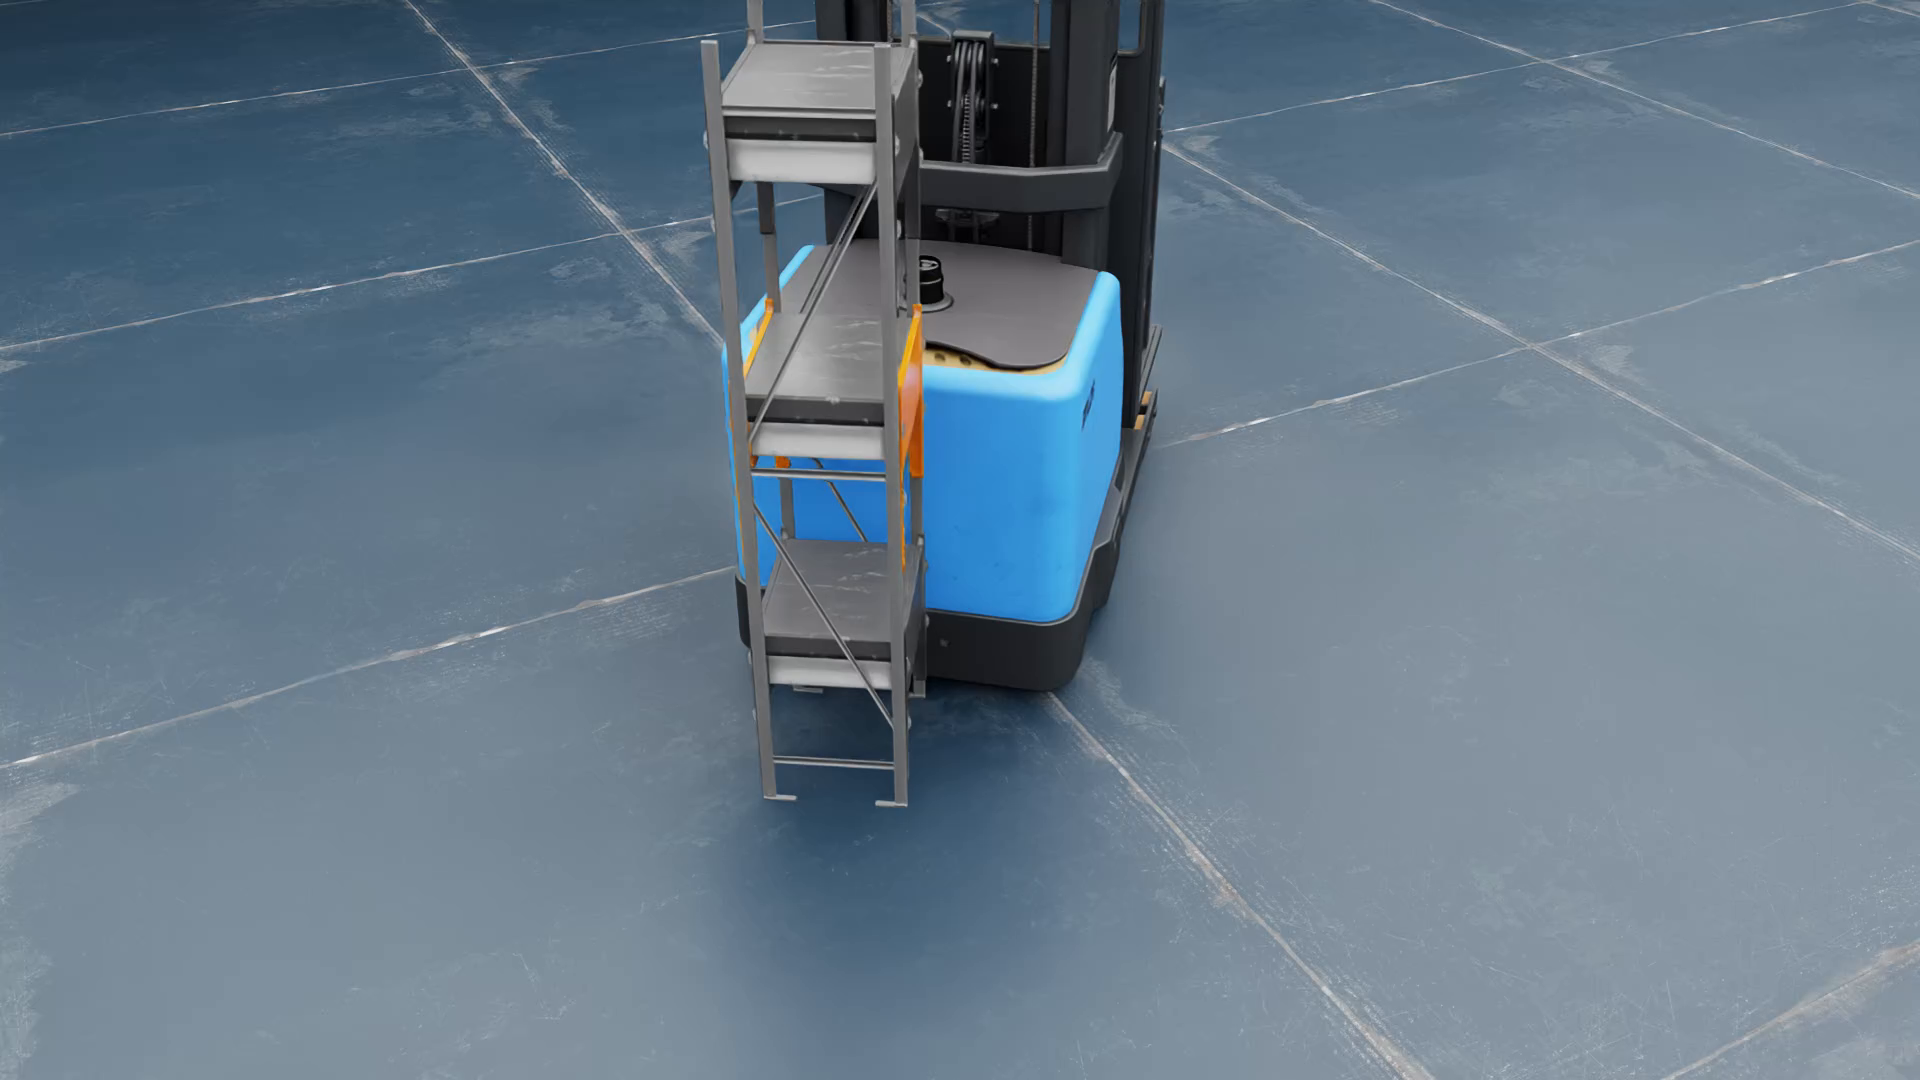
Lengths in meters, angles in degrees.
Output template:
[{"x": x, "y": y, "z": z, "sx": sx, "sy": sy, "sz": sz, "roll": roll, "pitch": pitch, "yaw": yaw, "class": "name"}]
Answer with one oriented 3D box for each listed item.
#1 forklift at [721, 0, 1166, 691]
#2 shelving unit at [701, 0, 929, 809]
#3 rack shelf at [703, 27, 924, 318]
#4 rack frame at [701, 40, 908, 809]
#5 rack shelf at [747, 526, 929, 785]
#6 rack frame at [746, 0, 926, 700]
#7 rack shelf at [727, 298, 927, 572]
[{"x": 0.143, "y": -1.575, "z": 5.491, "sx": 1.130, "sy": 2.935, "sz": 3.031, "roll": 7, "pitch": 33, "yaw": 11, "class": "forklift"}, {"x": -0.324, "y": -0.286, "z": 4.250, "sx": 0.431, "sy": 2.100, "sz": 0.503, "roll": 3, "pitch": 33, "yaw": 4, "class": "shelving unit"}, {"x": -0.324, "y": -0.864, "z": 3.880, "sx": 0.431, "sy": 0.518, "sz": 0.480, "roll": 3, "pitch": 33, "yaw": 4, "class": "rack shelf"}, {"x": -0.344, "y": -0.155, "z": 4.045, "sx": 0.400, "sy": 2.100, "sz": 0.015, "roll": 3, "pitch": 33, "yaw": 4, "class": "rack frame"}, {"x": -0.324, "y": 0.315, "z": 4.635, "sx": 0.431, "sy": 0.518, "sz": 0.480, "roll": 3, "pitch": 33, "yaw": 4, "class": "rack shelf"}, {"x": -0.303, "y": -0.417, "z": 4.455, "sx": 0.400, "sy": 2.100, "sz": 0.015, "roll": 3, "pitch": 33, "yaw": 4, "class": "rack frame"}, {"x": -0.324, "y": -0.274, "z": 4.257, "sx": 0.431, "sy": 0.518, "sz": 0.480, "roll": 3, "pitch": 33, "yaw": 4, "class": "rack shelf"}]
